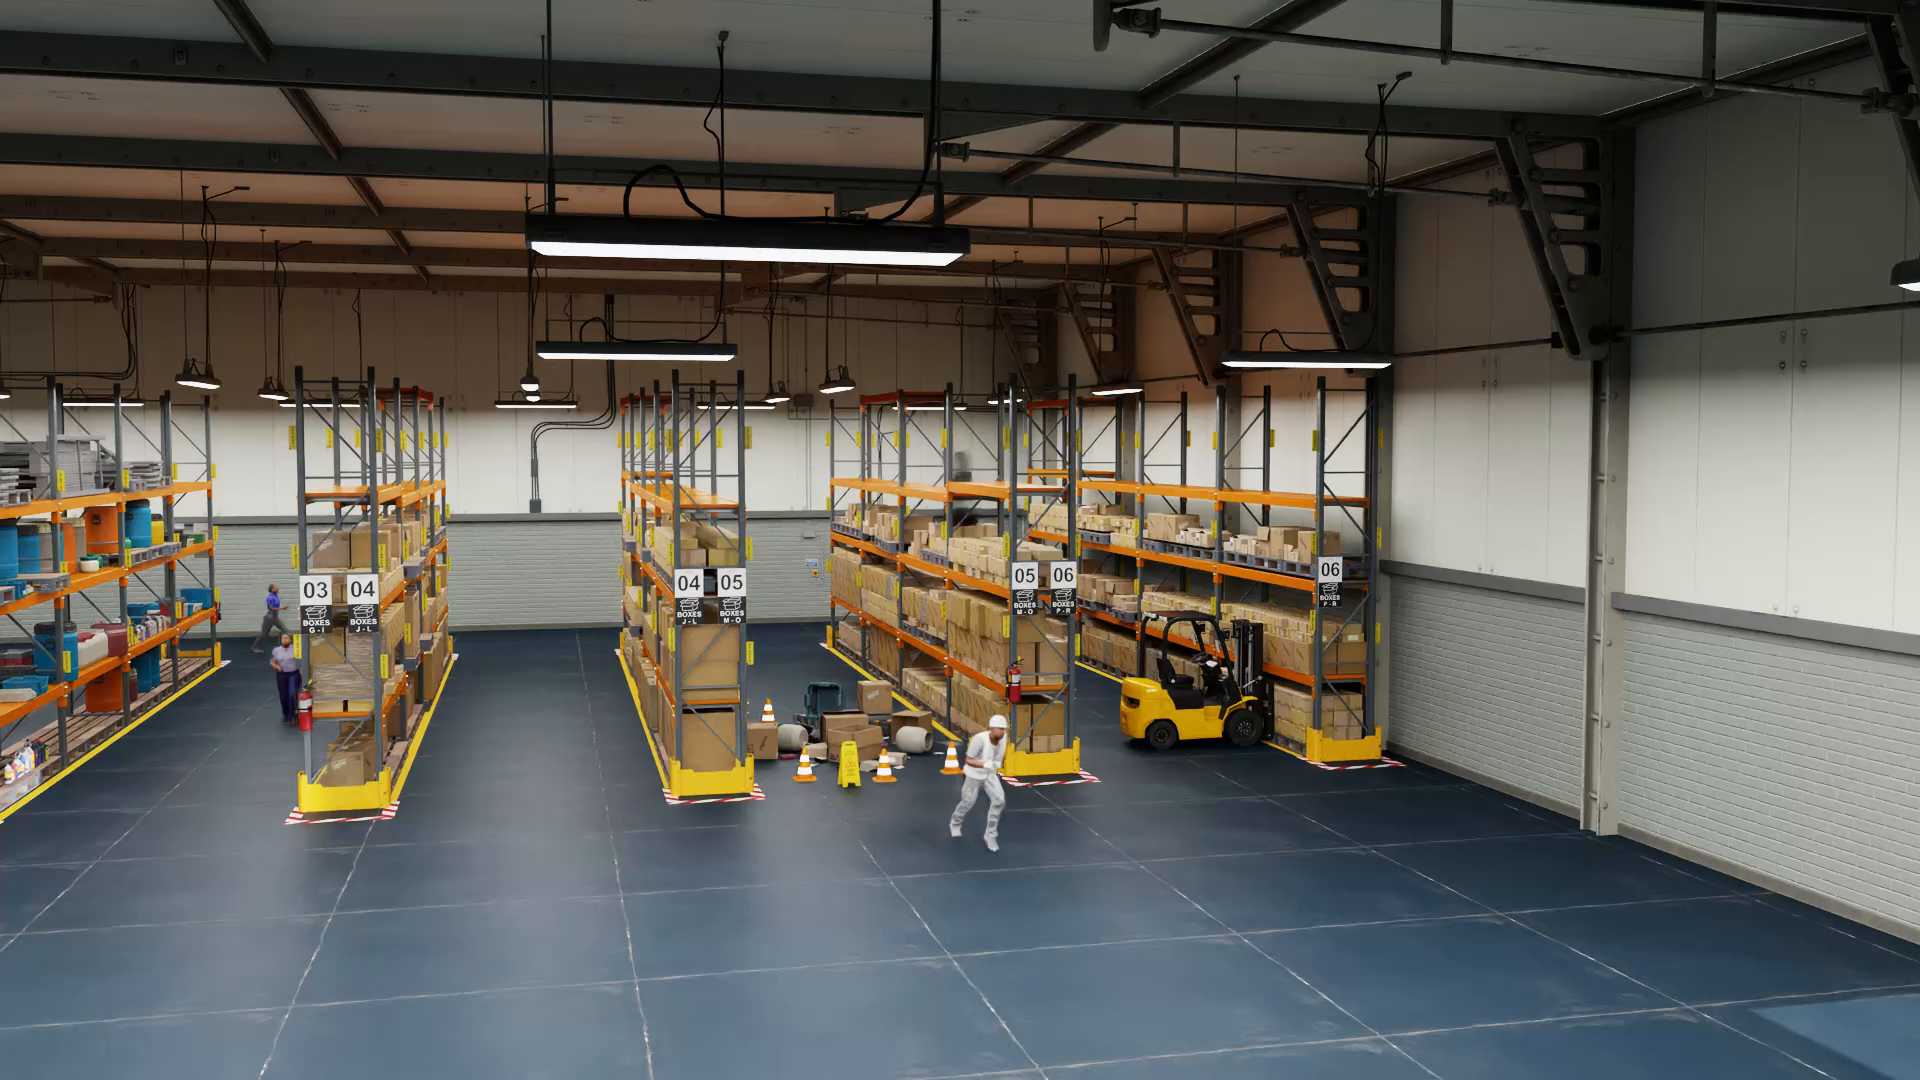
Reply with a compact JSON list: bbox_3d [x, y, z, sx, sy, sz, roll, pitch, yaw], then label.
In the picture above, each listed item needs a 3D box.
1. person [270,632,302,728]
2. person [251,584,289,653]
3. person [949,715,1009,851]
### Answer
[{"bbox_3d":[-11.802,2.458,29.207,0.556,1.697,0.760,-1,3,-9],"label":"person"},{"bbox_3d":[-16.112,1.863,38.917,0.876,1.689,0.586,0,3,2],"label":"person"},{"bbox_3d":[0.244,2.969,20.532,0.708,1.718,1.017,-3,4,-40],"label":"person"}]
